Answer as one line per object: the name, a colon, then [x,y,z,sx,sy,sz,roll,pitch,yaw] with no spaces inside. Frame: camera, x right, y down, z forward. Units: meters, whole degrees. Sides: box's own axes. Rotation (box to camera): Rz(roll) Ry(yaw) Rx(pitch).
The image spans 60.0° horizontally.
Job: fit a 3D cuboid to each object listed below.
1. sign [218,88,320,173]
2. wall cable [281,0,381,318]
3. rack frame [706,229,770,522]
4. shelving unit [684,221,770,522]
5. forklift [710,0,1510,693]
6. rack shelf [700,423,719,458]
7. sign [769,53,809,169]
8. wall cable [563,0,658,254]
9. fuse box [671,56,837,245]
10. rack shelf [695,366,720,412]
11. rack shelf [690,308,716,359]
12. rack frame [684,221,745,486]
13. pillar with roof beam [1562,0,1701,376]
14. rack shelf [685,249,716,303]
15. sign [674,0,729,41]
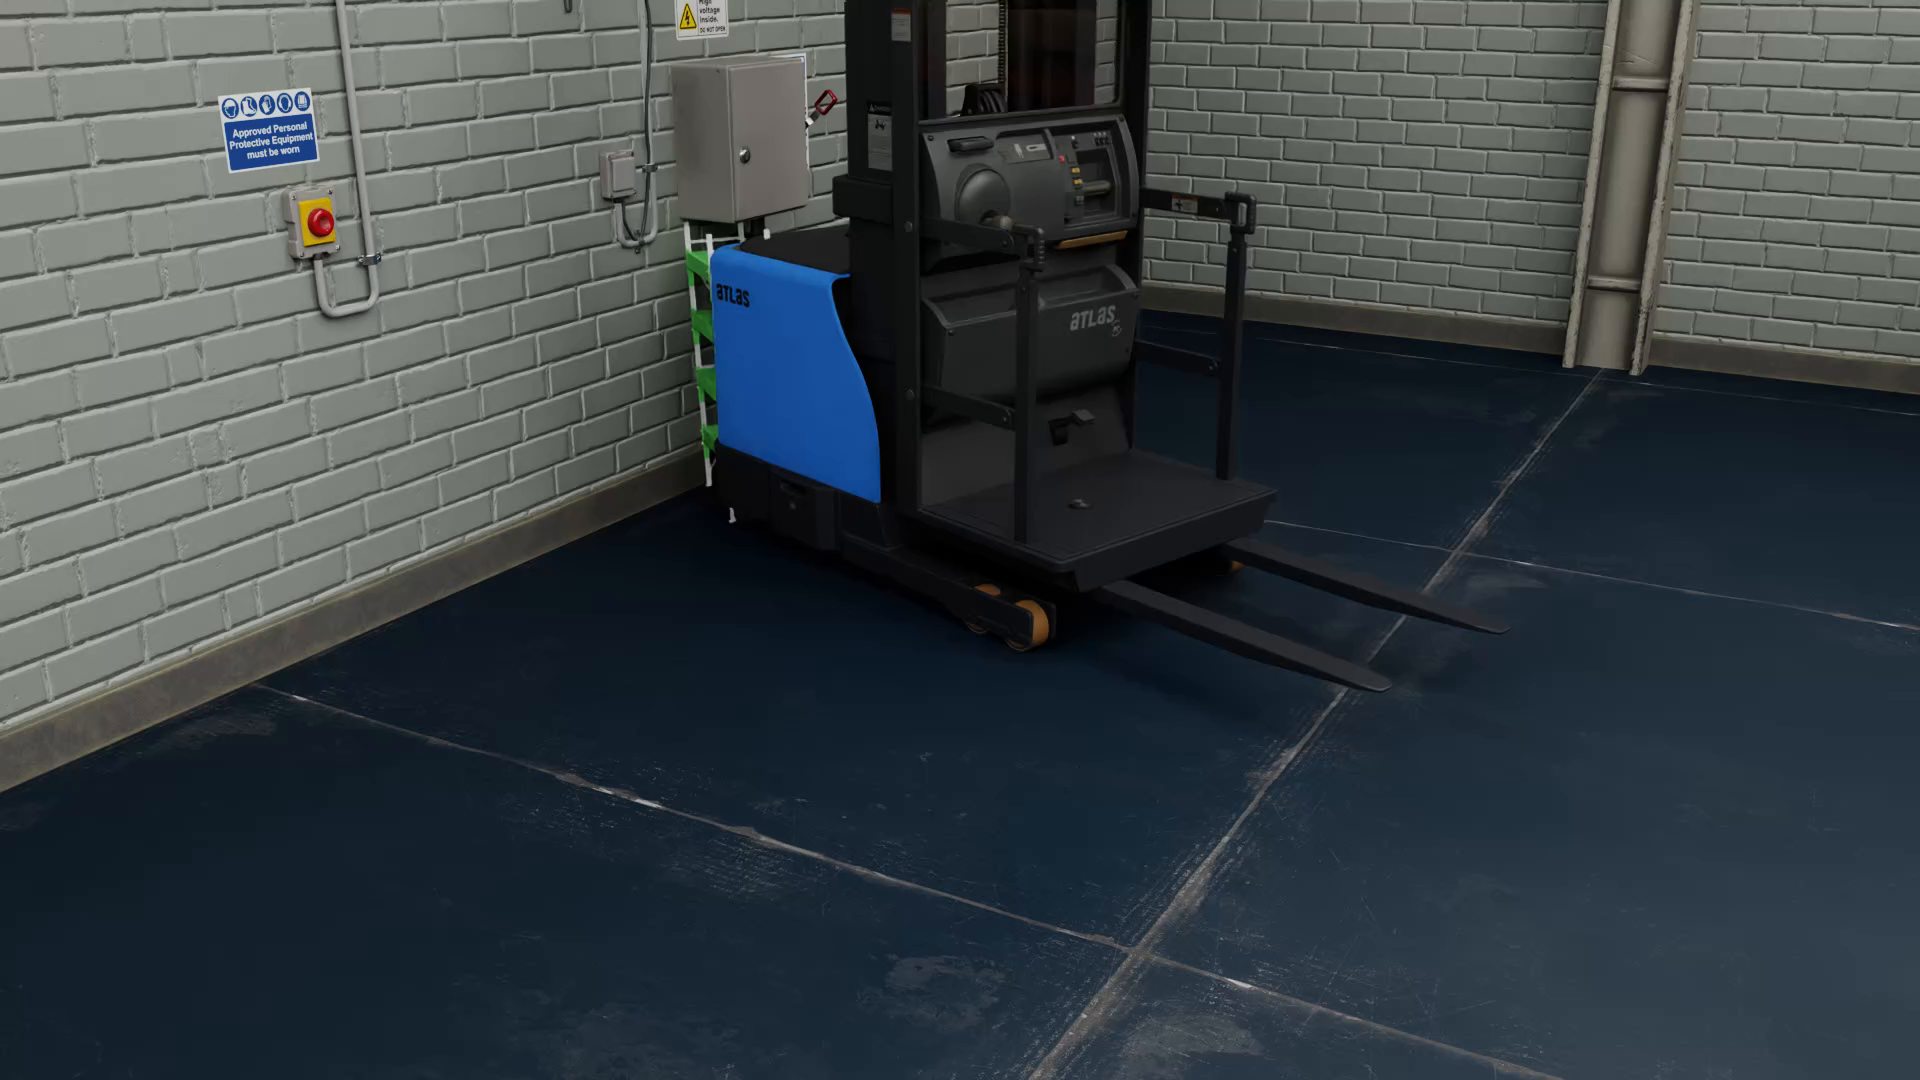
sign: [-2.036,-1.212,4.910,0.001,0.218,0.327,11,23,27]
wall cable: [-1.959,-1.581,4.789,0.123,1.953,0.585,11,23,27]
rack frame: [-0.813,-0.589,6.441,0.240,1.200,0.015,-8,18,-17]
shelving unit: [-0.892,-0.656,6.662,0.258,1.200,0.503,-8,18,-17]
forklift: [0.394,-1.213,5.411,1.130,2.935,3.031,-17,26,-39]
rack shelf: [-0.879,-0.366,6.754,0.258,0.148,0.480,-8,18,-17]
sign: [-0.747,-1.827,7.142,0.001,0.494,0.329,11,23,27]
wall cable: [-1.278,-1.991,5.964,0.122,1.984,0.588,11,23,27]
fuse box: [-0.807,-1.084,6.845,0.414,1.711,0.539,11,23,27]
rack shelf: [-0.889,-0.595,6.681,0.258,0.148,0.480,-8,18,-17]
rack shelf: [-0.899,-0.823,6.609,0.258,0.148,0.480,-8,18,-17]
rack frame: [-0.971,-0.722,6.883,0.240,1.200,0.015,-8,18,-17]
pillar with roof beam: [1.379,-3.892,3.897,0.400,9.000,9.100,11,23,27]
rack shelf: [-0.909,-1.052,6.536,0.258,0.148,0.480,-8,18,-17]
sign: [-1.015,-2.096,6.534,0.001,0.242,0.339,11,23,27]
